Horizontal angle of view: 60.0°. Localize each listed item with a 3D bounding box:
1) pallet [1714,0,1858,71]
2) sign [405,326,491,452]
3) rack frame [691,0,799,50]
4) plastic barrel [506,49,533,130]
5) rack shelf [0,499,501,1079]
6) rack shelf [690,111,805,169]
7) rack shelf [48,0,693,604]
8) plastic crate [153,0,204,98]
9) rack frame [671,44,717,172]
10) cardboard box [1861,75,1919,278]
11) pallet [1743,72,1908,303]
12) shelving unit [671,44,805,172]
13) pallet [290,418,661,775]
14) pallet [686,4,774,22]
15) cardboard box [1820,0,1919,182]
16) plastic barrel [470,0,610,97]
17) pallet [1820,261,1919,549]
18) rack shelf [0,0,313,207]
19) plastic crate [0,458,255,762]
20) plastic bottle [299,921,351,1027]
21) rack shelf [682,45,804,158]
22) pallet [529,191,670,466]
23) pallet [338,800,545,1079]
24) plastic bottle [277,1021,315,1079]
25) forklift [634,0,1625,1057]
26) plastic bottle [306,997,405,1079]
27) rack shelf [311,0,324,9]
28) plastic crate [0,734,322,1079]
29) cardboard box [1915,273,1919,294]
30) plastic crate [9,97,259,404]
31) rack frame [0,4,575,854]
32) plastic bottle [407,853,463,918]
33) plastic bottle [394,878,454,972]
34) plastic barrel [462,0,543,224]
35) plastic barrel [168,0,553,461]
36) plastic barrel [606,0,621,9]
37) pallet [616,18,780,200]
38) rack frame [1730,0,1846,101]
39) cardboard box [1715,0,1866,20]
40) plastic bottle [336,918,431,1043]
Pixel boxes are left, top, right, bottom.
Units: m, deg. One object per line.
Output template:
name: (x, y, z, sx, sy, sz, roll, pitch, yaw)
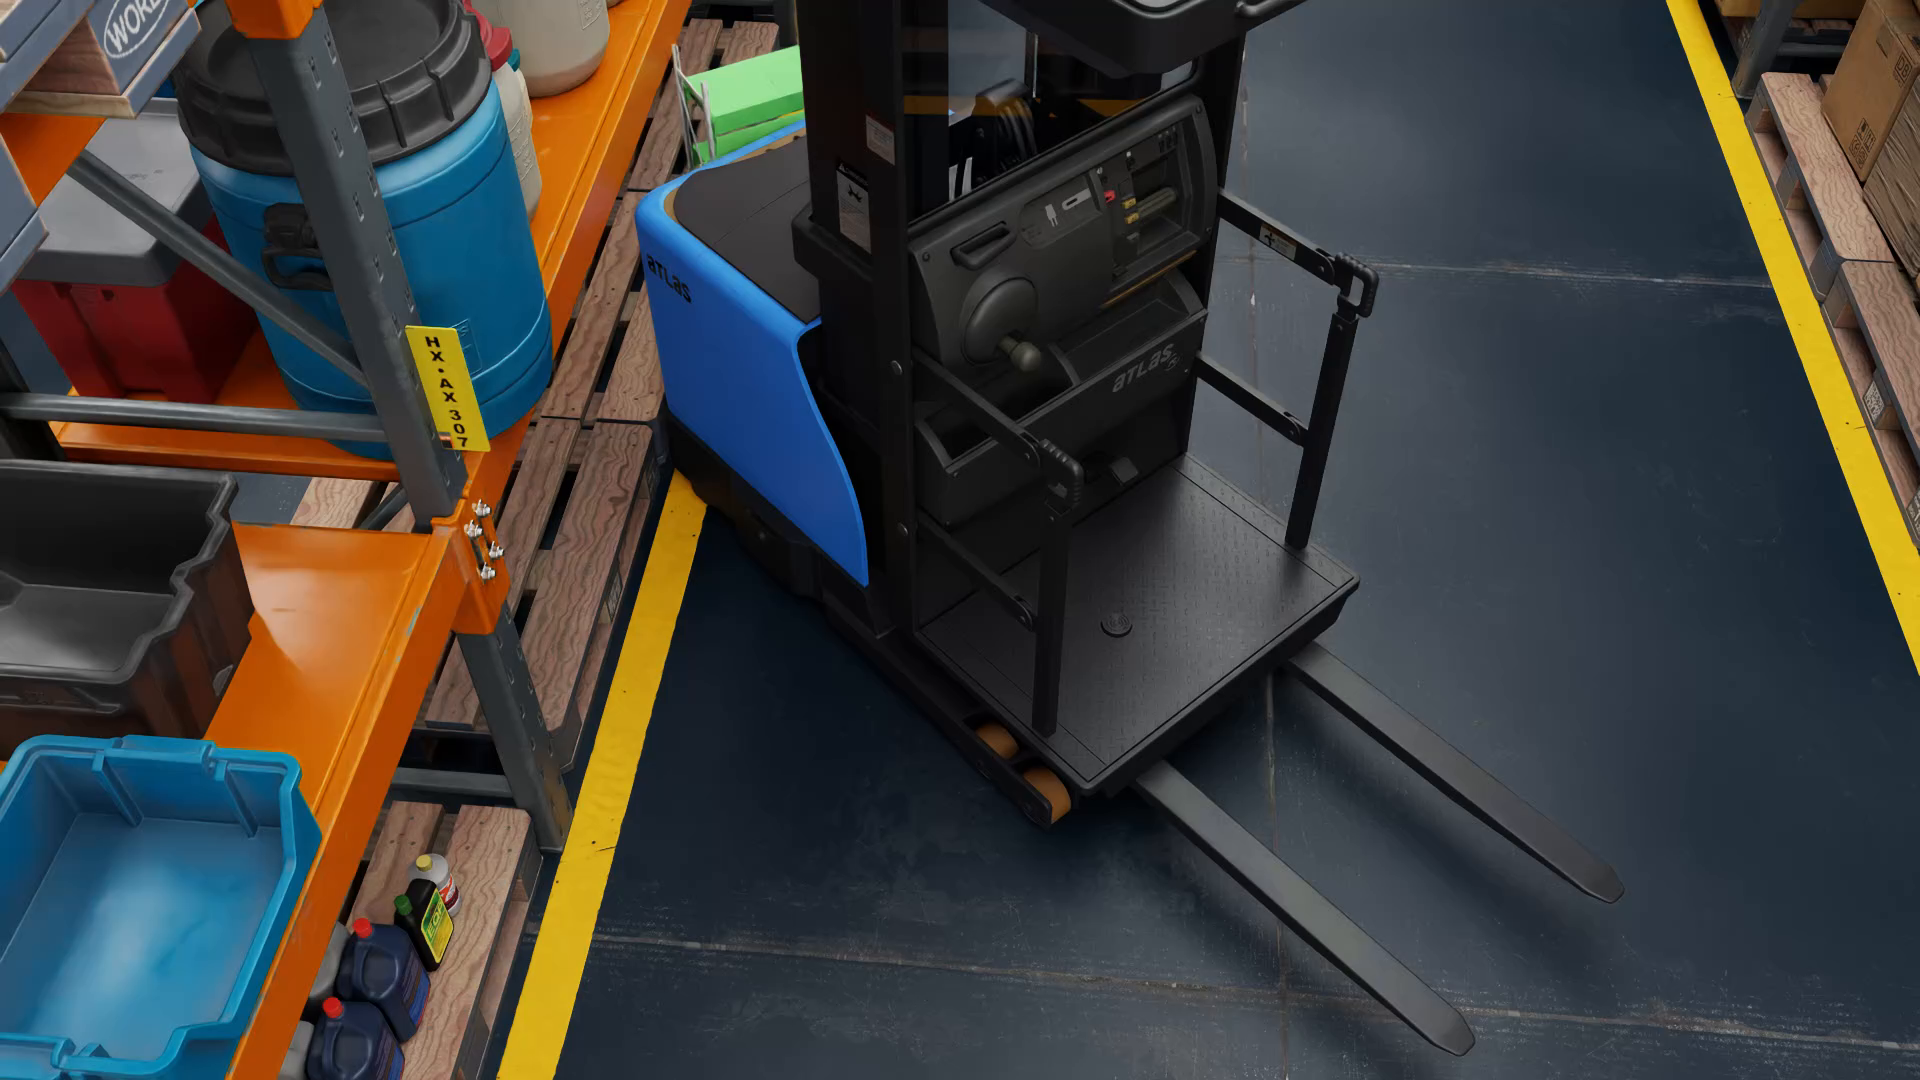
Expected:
pallet: (3.883, -2.487, 7.382, 1.003, 0.211, 1.213, 4, 48, 4)
sign: (-1.014, -0.296, 3.301, 0.100, 0.325, 0.005, 4, 48, 4)
rack frame: (-1.196, -3.187, 6.132, 1.000, 3.000, 0.127, 4, 48, 4)
plastic barrel: (-1.287, -1.163, 4.375, 0.301, 0.262, 0.301, 0, 48, 0)
rack shelf: (-1.743, 1.465, 2.365, 1.077, 0.370, 4.000, 4, 48, 4)
rack shelf: (-0.590, -1.209, 5.303, 0.480, 0.148, 0.258, -23, 51, -20)
rack shelf: (-1.378, -1.475, 5.054, 1.077, 0.370, 4.000, 4, 48, 4)
plastic crate: (-1.770, -1.074, 4.210, 0.392, 0.384, 0.575, 4, 48, 4)
rack frame: (-0.803, -1.002, 5.351, 0.015, 1.200, 0.240, -23, 51, -20)
cardboard box: (3.657, -1.257, 5.763, 0.700, 0.500, 0.500, 0, 48, 0)
pallet: (3.664, -1.339, 6.331, 1.003, 0.211, 1.213, 4, 48, 4)
shelving unit: (-0.590, -1.090, 5.432, 0.503, 1.200, 0.258, -23, 51, -20)
pallet: (-1.528, 0.114, 5.003, 1.003, 0.211, 1.213, 4, 48, 4)
pallet: (-1.166, -2.828, 7.694, 1.003, 0.211, 1.213, 4, 48, 4)
cardboard box: (3.695, -1.665, 6.136, 0.700, 0.500, 0.500, 2, 48, 1)
plastic barrel: (-1.188, -1.521, 4.516, 0.433, 0.535, 0.433, 0, 48, 0)
pallet: (3.550, -0.445, 5.514, 1.003, 0.211, 1.213, 4, 48, 4)
rack shelf: (-1.743, 0.452, 1.258, 1.077, 0.370, 4.000, 4, 48, 4)
plastic crate: (-1.735, 0.149, 3.123, 0.767, 0.338, 0.504, 4, 48, 4)
plastic bottle: (-1.476, 0.981, 3.817, 0.144, 0.351, 0.185, 4, 48, 4)
rack shelf: (-0.589, -1.371, 5.126, 0.480, 0.148, 0.258, -23, 51, -20)
pallet: (-1.419, -0.785, 5.825, 1.003, 0.211, 1.213, 4, 48, 4)
pallet: (-1.663, 1.184, 4.024, 1.003, 0.211, 1.213, 4, 48, 4)
plastic bottle: (-1.500, 1.165, 3.699, 0.152, 0.276, 0.135, 4, 48, 4)
forklift: (0.413, -0.642, 3.851, 1.130, 2.935, 3.031, -33, 56, -26)
plastic bottle: (-1.350, 1.131, 3.679, 0.144, 0.351, 0.185, 2, 48, 2)
rack shelf: (-1.378, -2.487, 3.947, 1.077, 0.370, 4.000, 4, 48, 4)
plastic crate: (-1.391, 0.634, 2.738, 0.499, 0.251, 0.616, 4, 48, 4)
cardboard box: (3.612, -0.840, 5.381, 0.700, 0.500, 0.500, 7, 48, 7)
plastic crate: (-1.821, -0.646, 3.765, 0.402, 0.464, 0.583, 4, 48, 4)
rack frame: (-1.561, -0.248, 3.444, 1.000, 3.000, 0.127, 4, 48, 4)
plastic bottle: (-1.283, 0.836, 4.051, 0.097, 0.201, 0.097, 0, 48, 0)
plastic bottle: (-1.276, 0.896, 3.940, 0.061, 0.283, 0.133, 6, 48, 5)
plastic barrel: (-1.255, -0.982, 4.023, 0.433, 0.535, 0.433, 0, 48, 0)
plastic barrel: (-1.224, -0.681, 3.500, 0.600, 0.901, 0.708, 4, 48, 4)
plastic barrel: (-1.149, -1.839, 4.807, 0.433, 0.535, 0.433, 0, 48, 0)
pallet: (-1.305, -1.679, 6.643, 1.003, 0.211, 1.213, 4, 48, 4)
rack frame: (3.736, -2.854, 5.828, 1.000, 3.000, 0.127, 4, 48, 4)
cardboard box: (3.820, -2.784, 6.919, 1.225, 0.875, 0.875, 2, 48, 2)
plastic bottle: (-1.332, 0.990, 3.808, 0.144, 0.351, 0.185, 3, 48, 2)
